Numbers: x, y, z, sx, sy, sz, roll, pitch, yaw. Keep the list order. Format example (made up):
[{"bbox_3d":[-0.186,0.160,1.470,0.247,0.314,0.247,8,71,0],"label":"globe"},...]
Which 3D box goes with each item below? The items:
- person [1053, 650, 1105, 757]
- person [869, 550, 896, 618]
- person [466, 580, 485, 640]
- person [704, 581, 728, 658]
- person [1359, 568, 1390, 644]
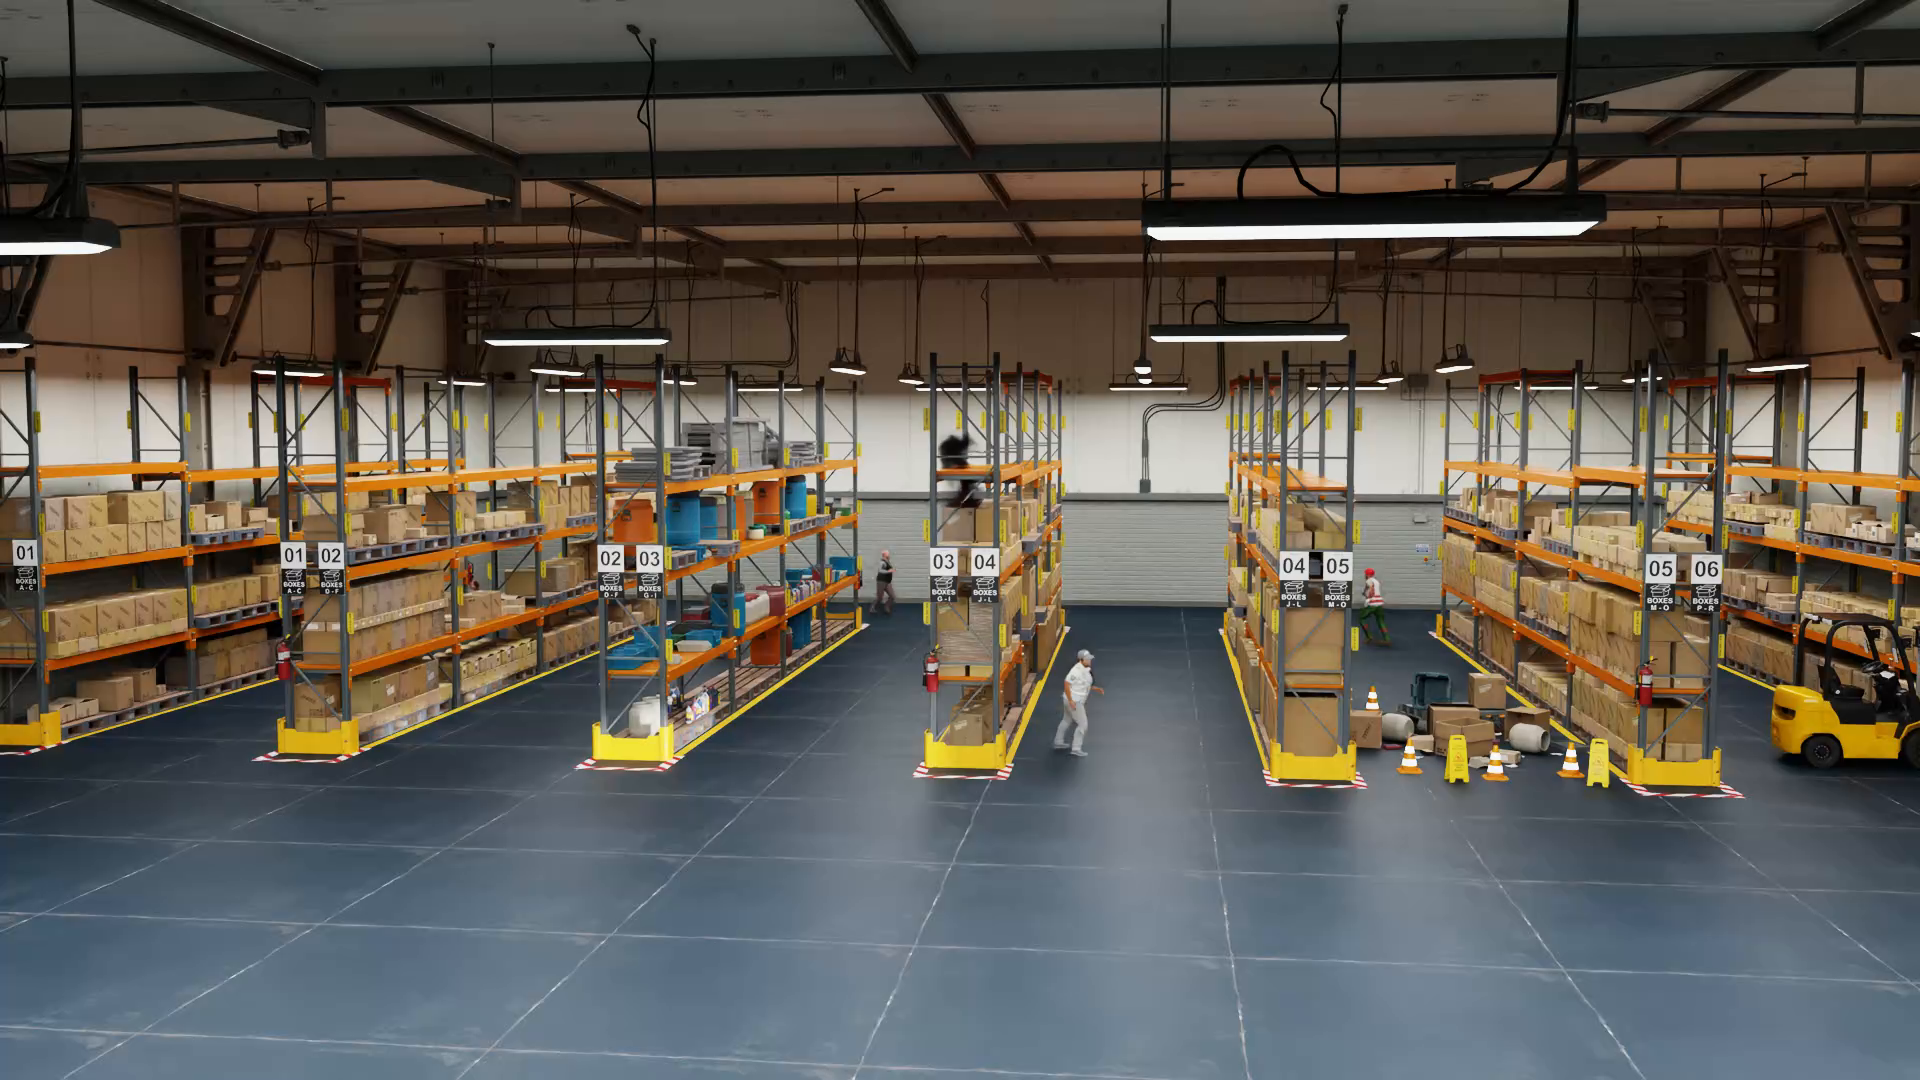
[{"bbox_3d":[1.787,2.437,25.148,0.803,1.606,0.681,1,4,13],"label":"person"},{"bbox_3d":[-1.940,1.142,42.669,0.750,1.785,0.665,2,5,26],"label":"person"},{"bbox_3d":[-10.752,1.668,37.066,0.545,1.397,0.868,0,4,-6],"label":"person"},{"bbox_3d":[-5.056,1.683,35.140,0.706,1.670,0.877,0,4,-4],"label":"person"},{"bbox_3d":[9.295,1.495,37.477,0.682,1.713,0.962,-2,5,-31],"label":"person"}]
